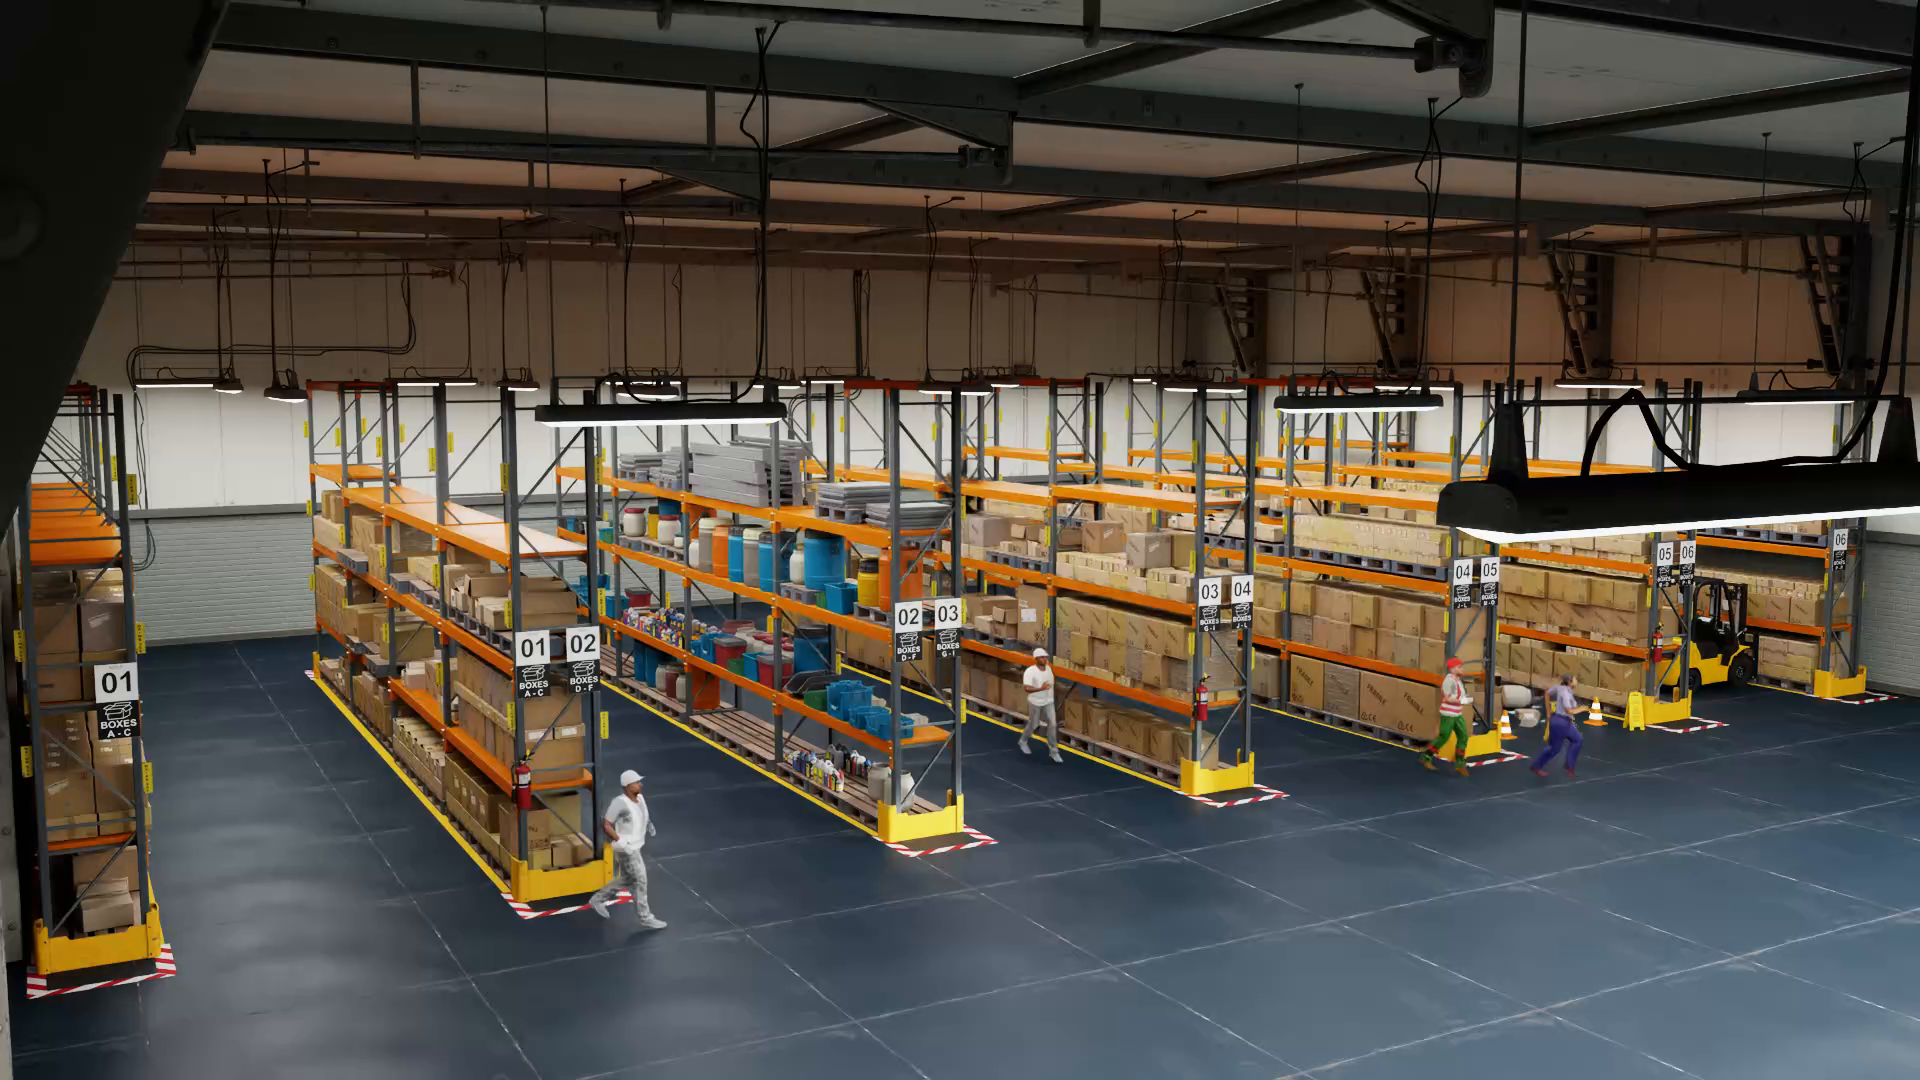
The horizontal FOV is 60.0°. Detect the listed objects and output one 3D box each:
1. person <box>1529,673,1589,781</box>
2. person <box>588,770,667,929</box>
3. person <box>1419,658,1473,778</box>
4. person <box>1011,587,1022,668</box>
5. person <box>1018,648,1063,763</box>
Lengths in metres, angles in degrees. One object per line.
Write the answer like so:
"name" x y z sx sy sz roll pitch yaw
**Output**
"person" 9.106 2.840 25.285 0.819 1.676 0.627 1 6 13
"person" -3.737 3.438 18.625 0.930 1.771 0.674 1 6 7
"person" 7.523 2.729 25.628 0.811 1.854 0.654 4 7 33
"person" 1.274 1.817 34.529 0.651 1.688 0.607 -4 7 -34
"person" 1.291 2.607 26.540 0.690 1.779 0.939 -4 7 -34
